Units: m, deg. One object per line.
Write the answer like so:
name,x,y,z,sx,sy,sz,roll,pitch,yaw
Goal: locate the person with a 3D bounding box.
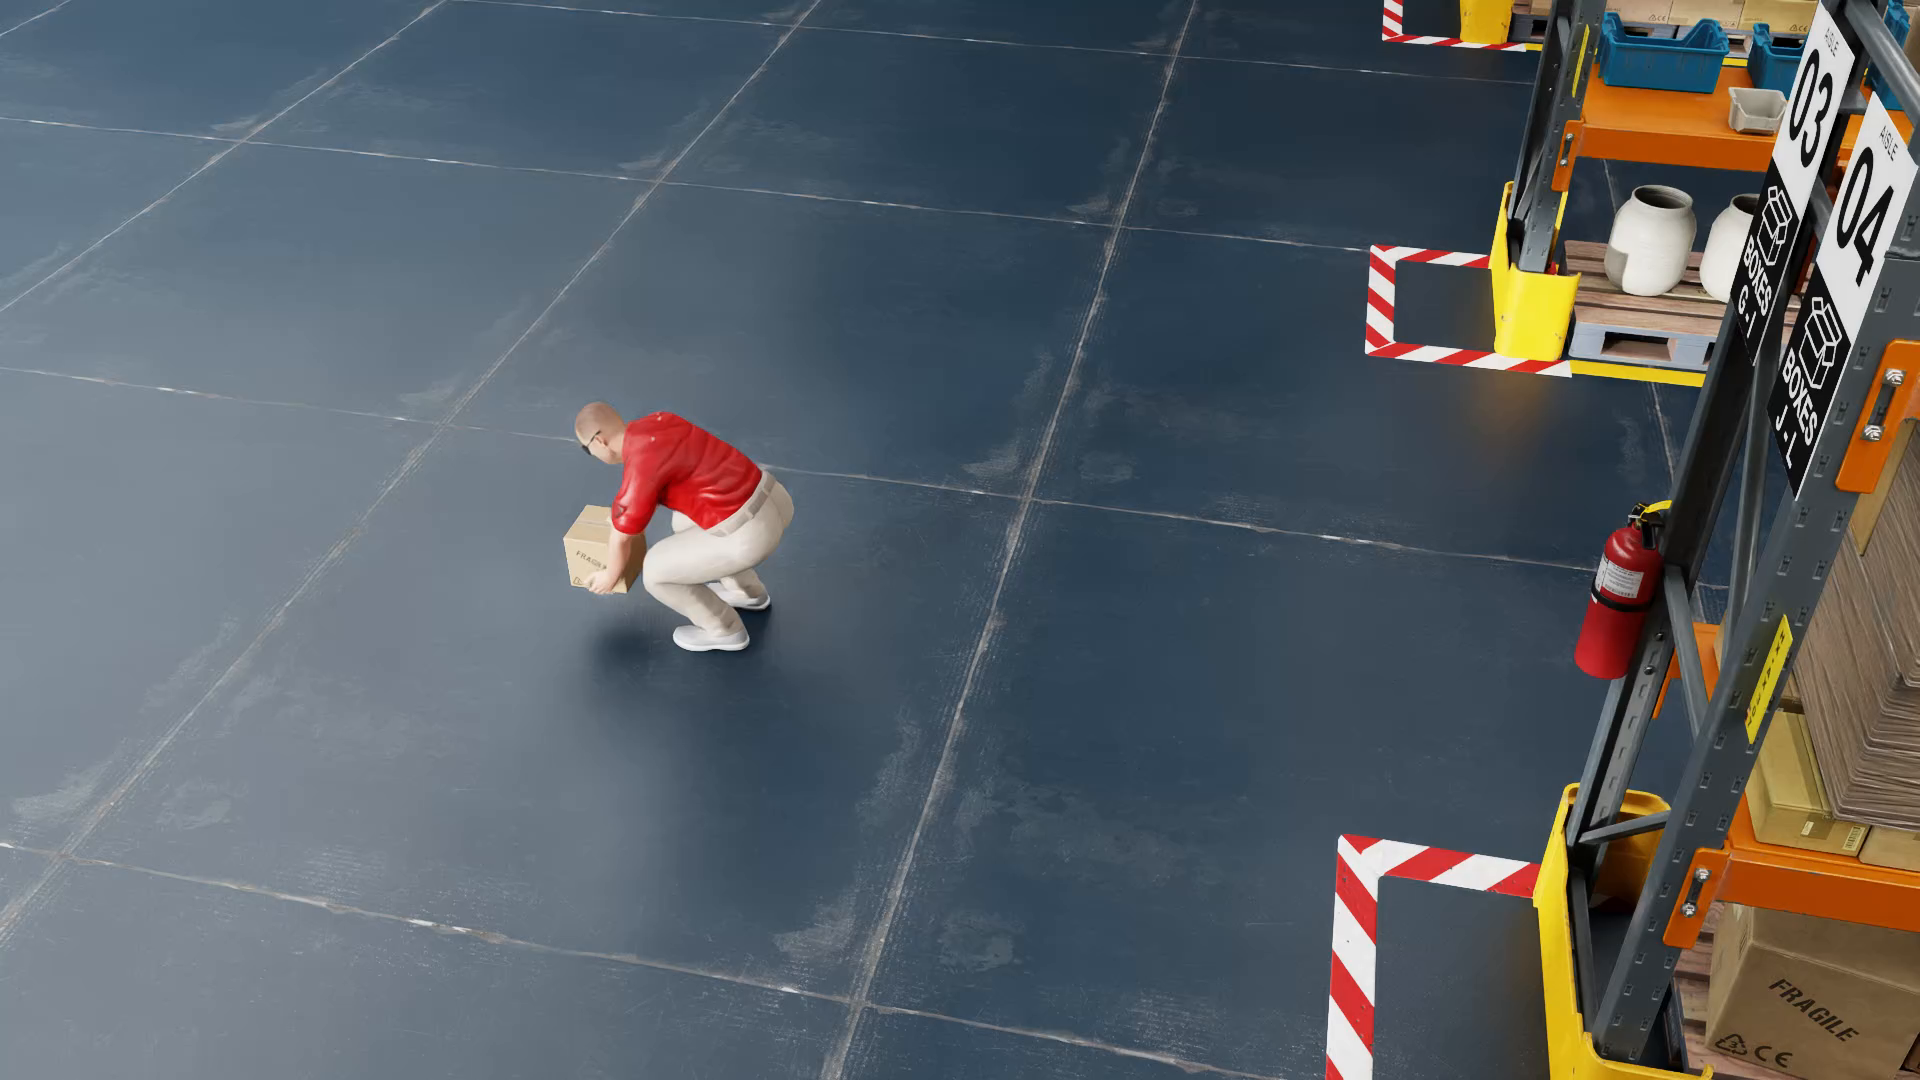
person,-1.121,-0.068,6.809,0.844,1.077,0.576,7,37,10
